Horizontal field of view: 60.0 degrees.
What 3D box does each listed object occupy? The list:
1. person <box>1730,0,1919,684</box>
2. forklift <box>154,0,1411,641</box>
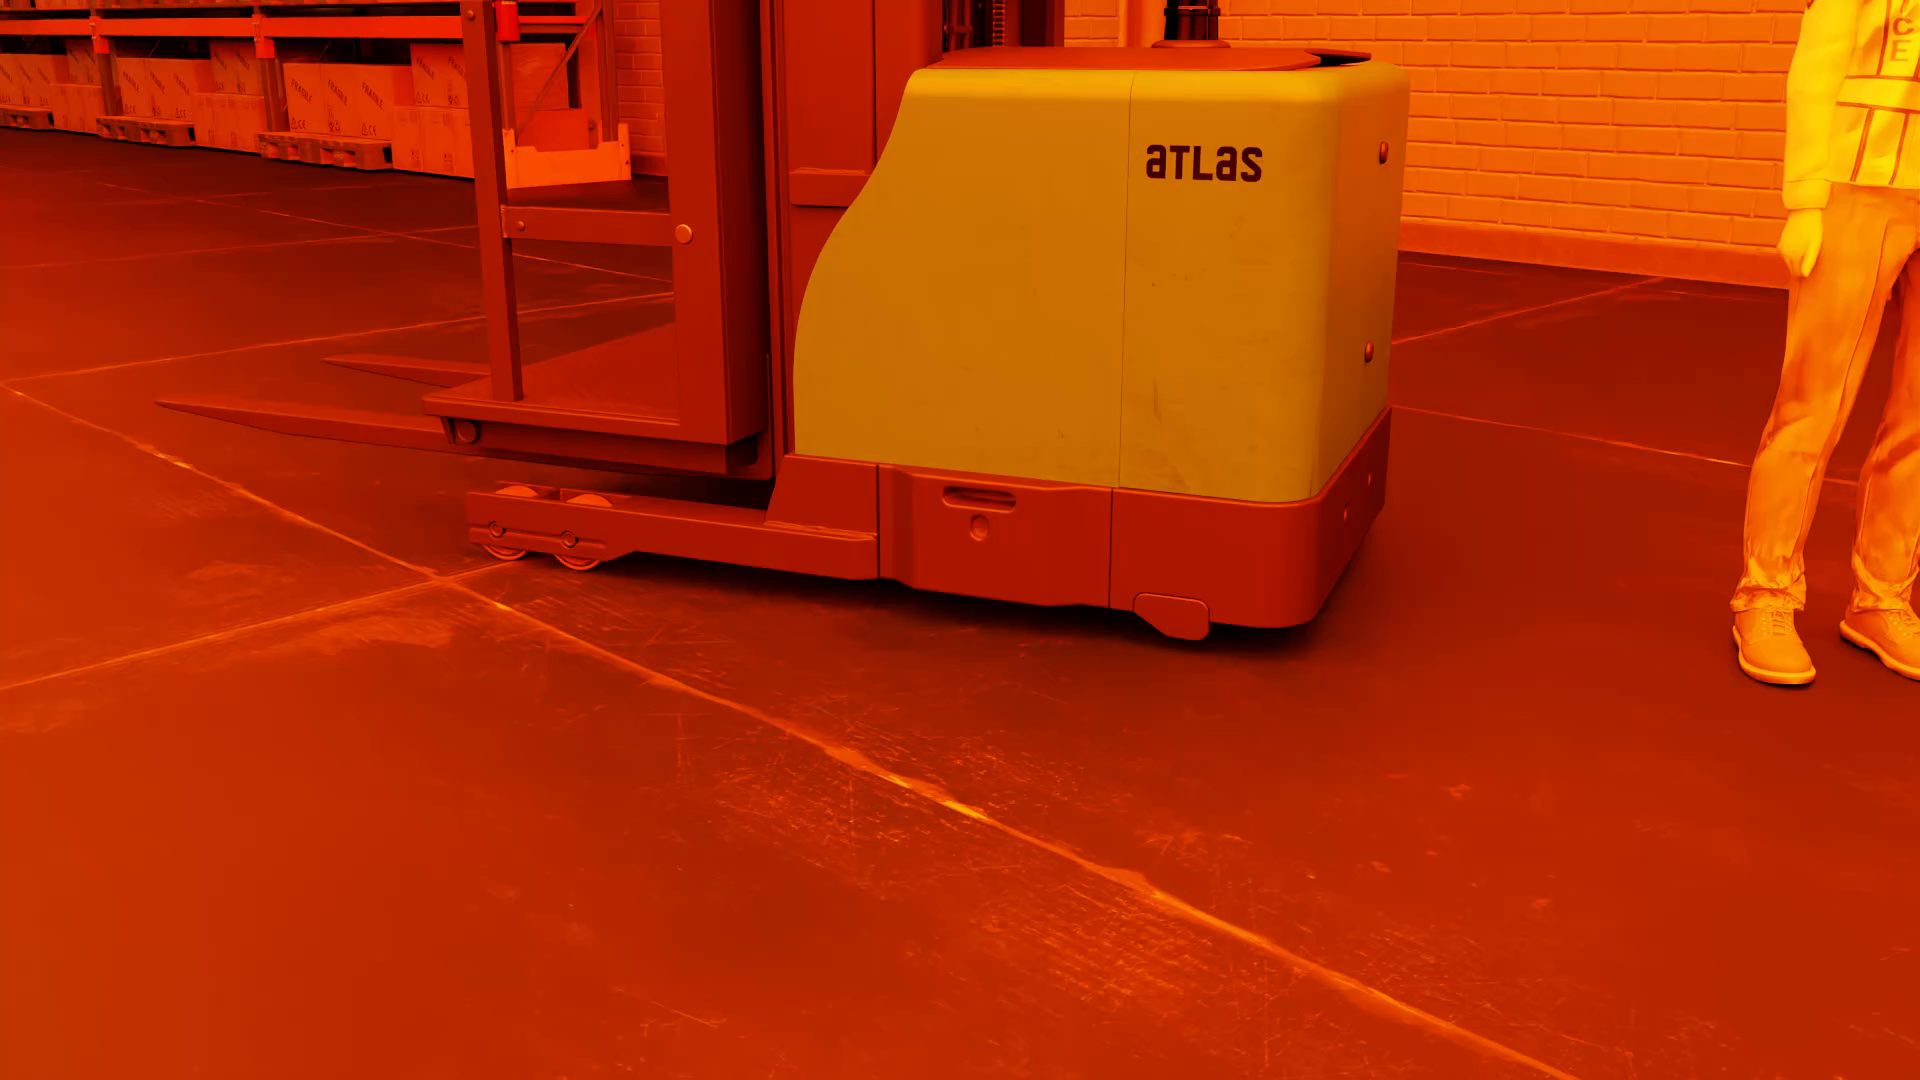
[{"bbox_3d":[1.677,-0.586,2.934,0.457,1.693,0.357,0,17,-1],"label":"person"},{"bbox_3d":[-0.563,-1.469,3.684,3.031,2.935,1.130,7,18,21],"label":"forklift"}]
